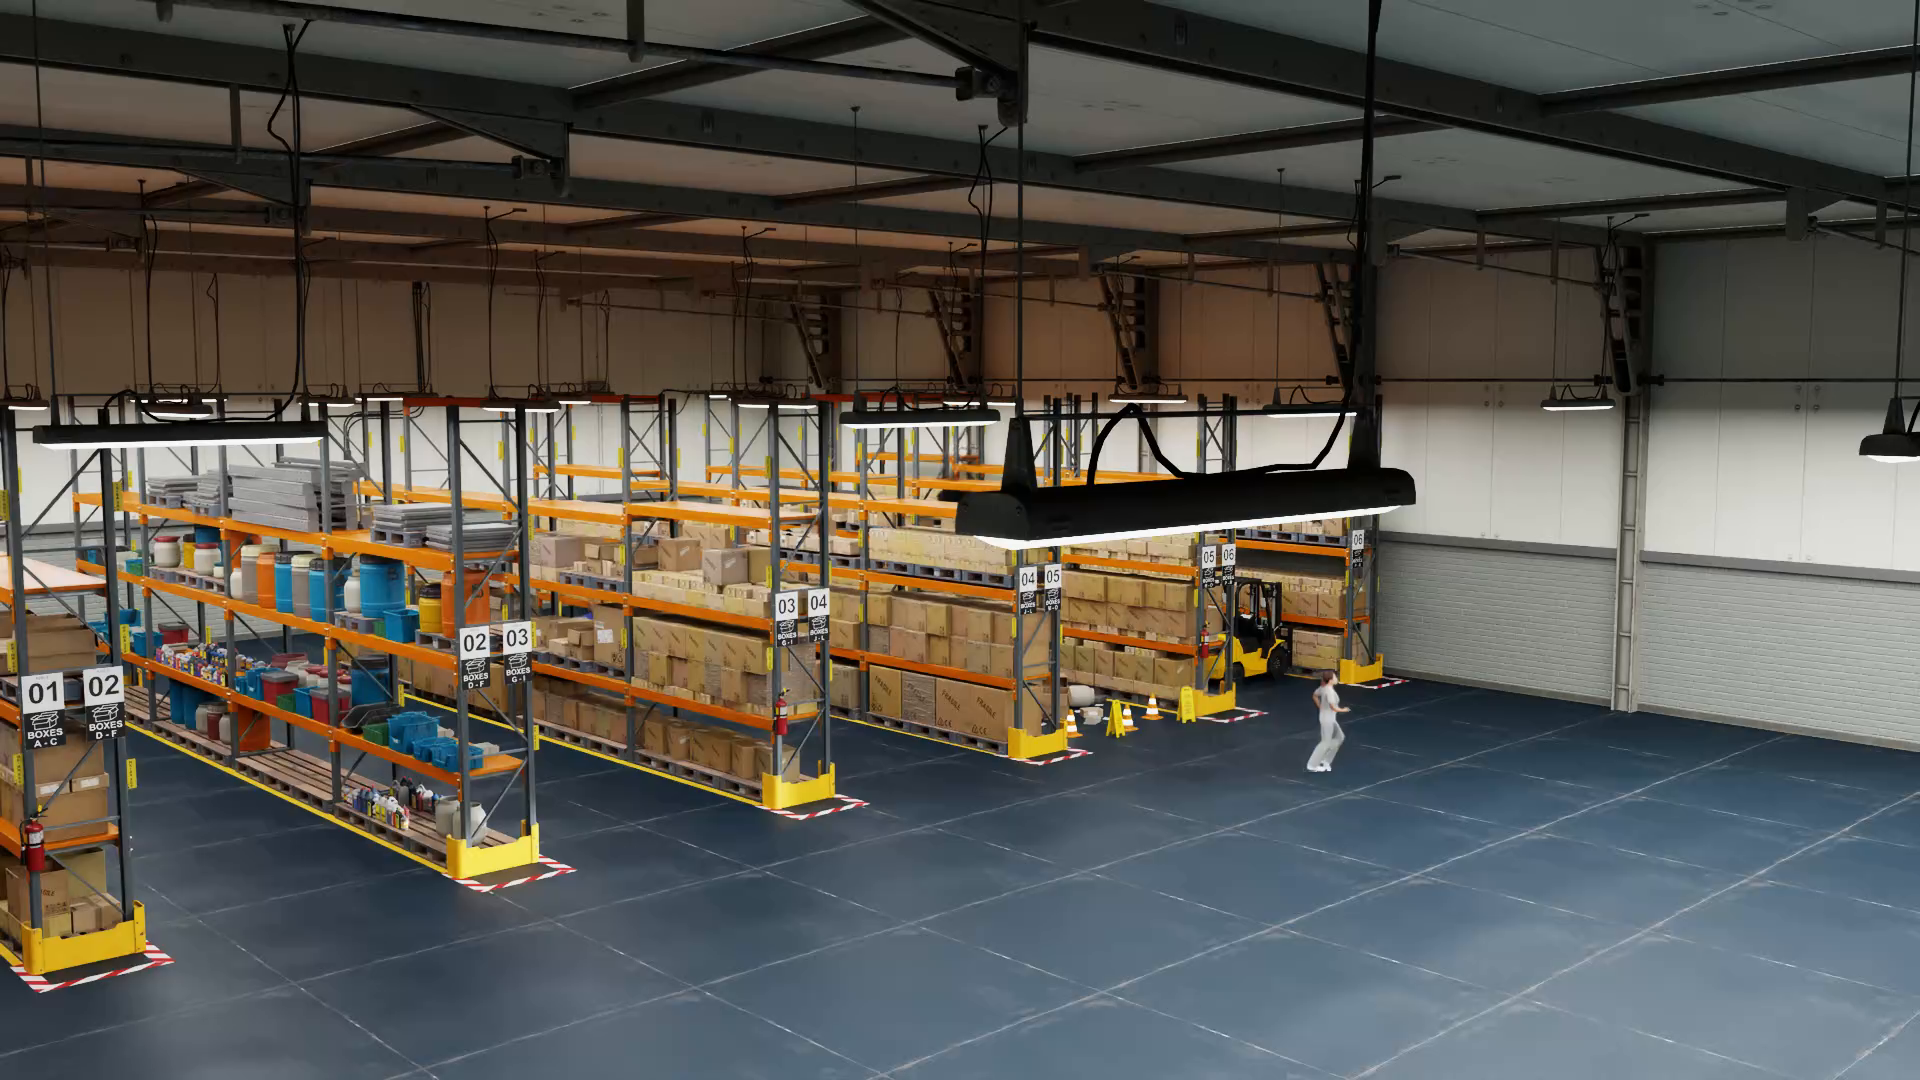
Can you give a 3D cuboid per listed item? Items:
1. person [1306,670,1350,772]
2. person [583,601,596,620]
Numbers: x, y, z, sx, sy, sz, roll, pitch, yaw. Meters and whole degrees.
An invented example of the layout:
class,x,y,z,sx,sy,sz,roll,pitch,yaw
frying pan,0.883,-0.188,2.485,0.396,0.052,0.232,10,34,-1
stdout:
class,x,y,z,sx,sy,sz,roll,pitch,yaw
person,5.929,2.927,26.749,0.681,1.686,0.578,0,6,4
person,-7.695,2.125,35.087,0.583,1.648,0.935,-4,7,-37
